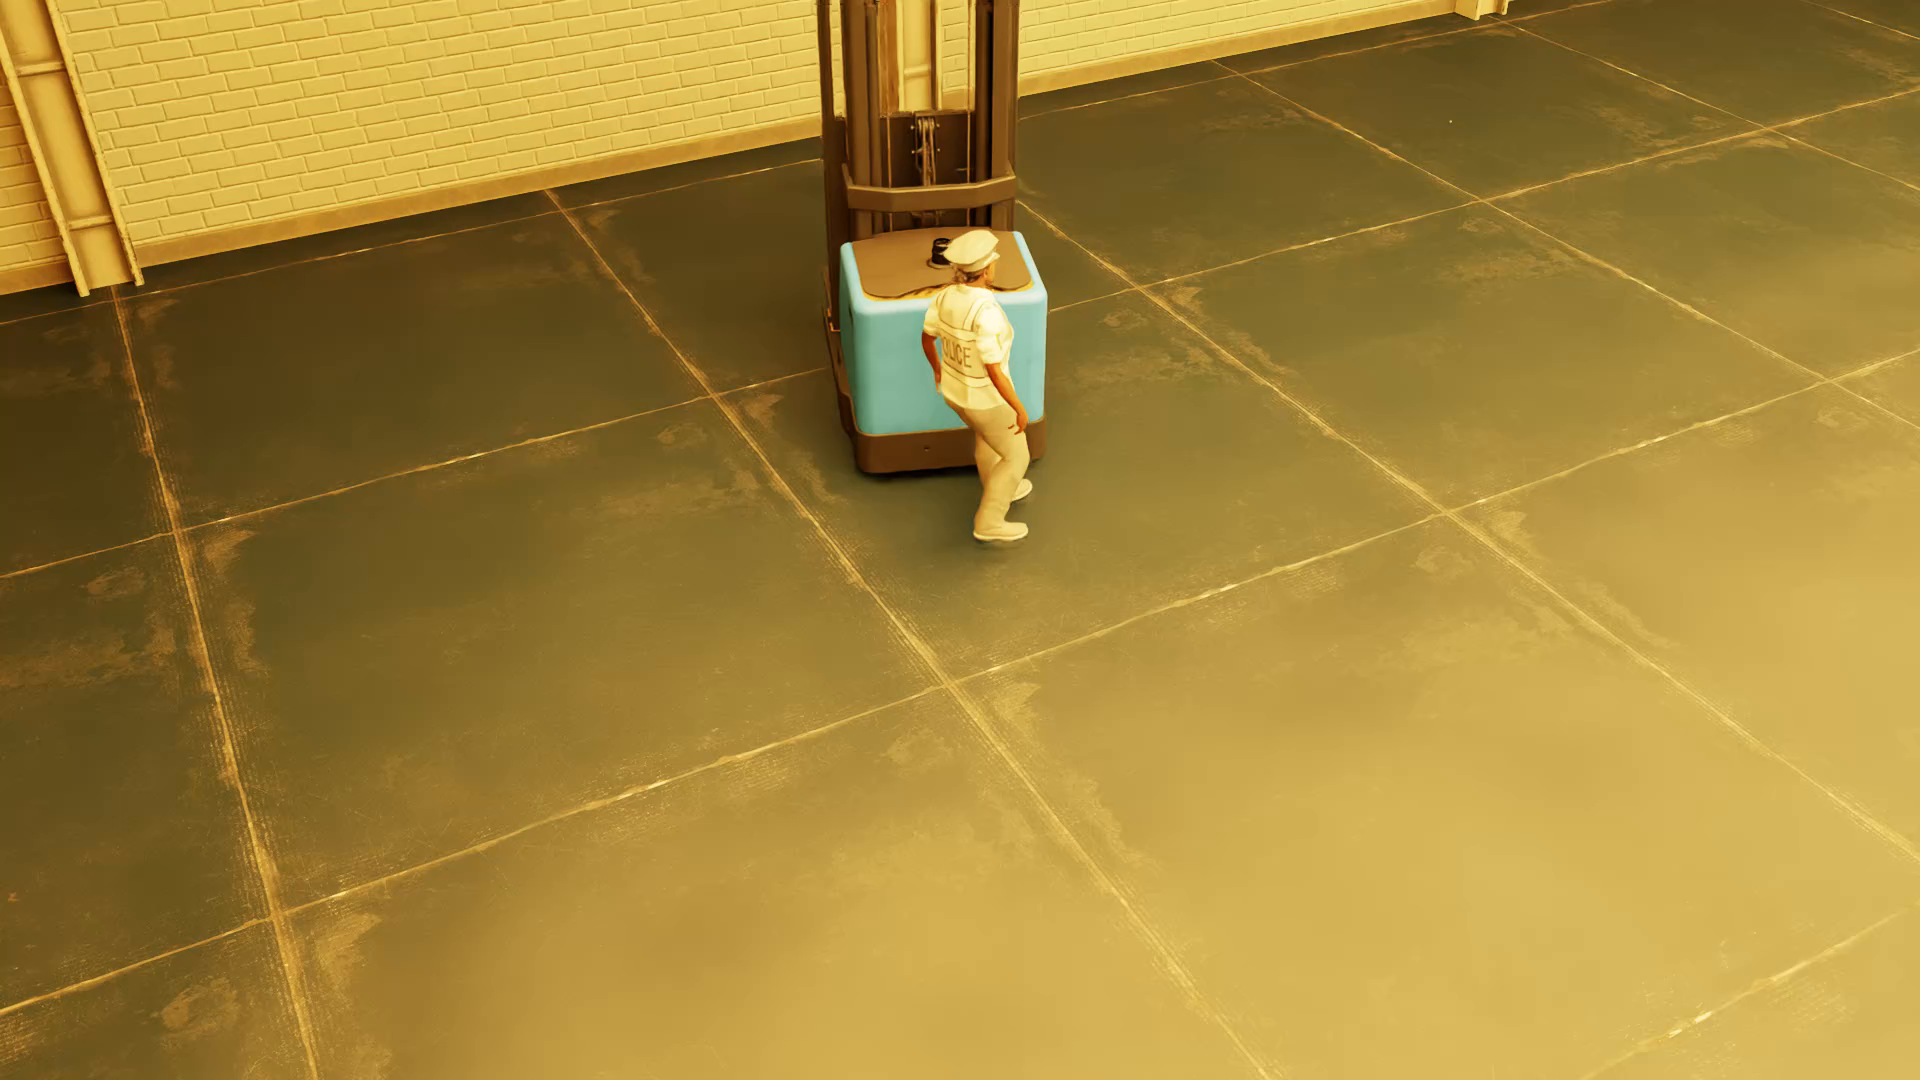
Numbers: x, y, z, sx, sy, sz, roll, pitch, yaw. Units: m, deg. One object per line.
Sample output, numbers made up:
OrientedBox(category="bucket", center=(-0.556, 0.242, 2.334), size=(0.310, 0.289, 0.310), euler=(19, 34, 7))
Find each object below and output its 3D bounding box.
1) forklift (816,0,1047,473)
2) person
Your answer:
OrientedBox(category="forklift", center=(-0.263, -2.402, 9.521), size=(1.130, 2.935, 3.031), euler=(-5, 36, -7))
OrientedBox(category="person", center=(0.199, -0.780, 8.352), size=(0.613, 1.648, 0.660), euler=(-24, 42, -30))
